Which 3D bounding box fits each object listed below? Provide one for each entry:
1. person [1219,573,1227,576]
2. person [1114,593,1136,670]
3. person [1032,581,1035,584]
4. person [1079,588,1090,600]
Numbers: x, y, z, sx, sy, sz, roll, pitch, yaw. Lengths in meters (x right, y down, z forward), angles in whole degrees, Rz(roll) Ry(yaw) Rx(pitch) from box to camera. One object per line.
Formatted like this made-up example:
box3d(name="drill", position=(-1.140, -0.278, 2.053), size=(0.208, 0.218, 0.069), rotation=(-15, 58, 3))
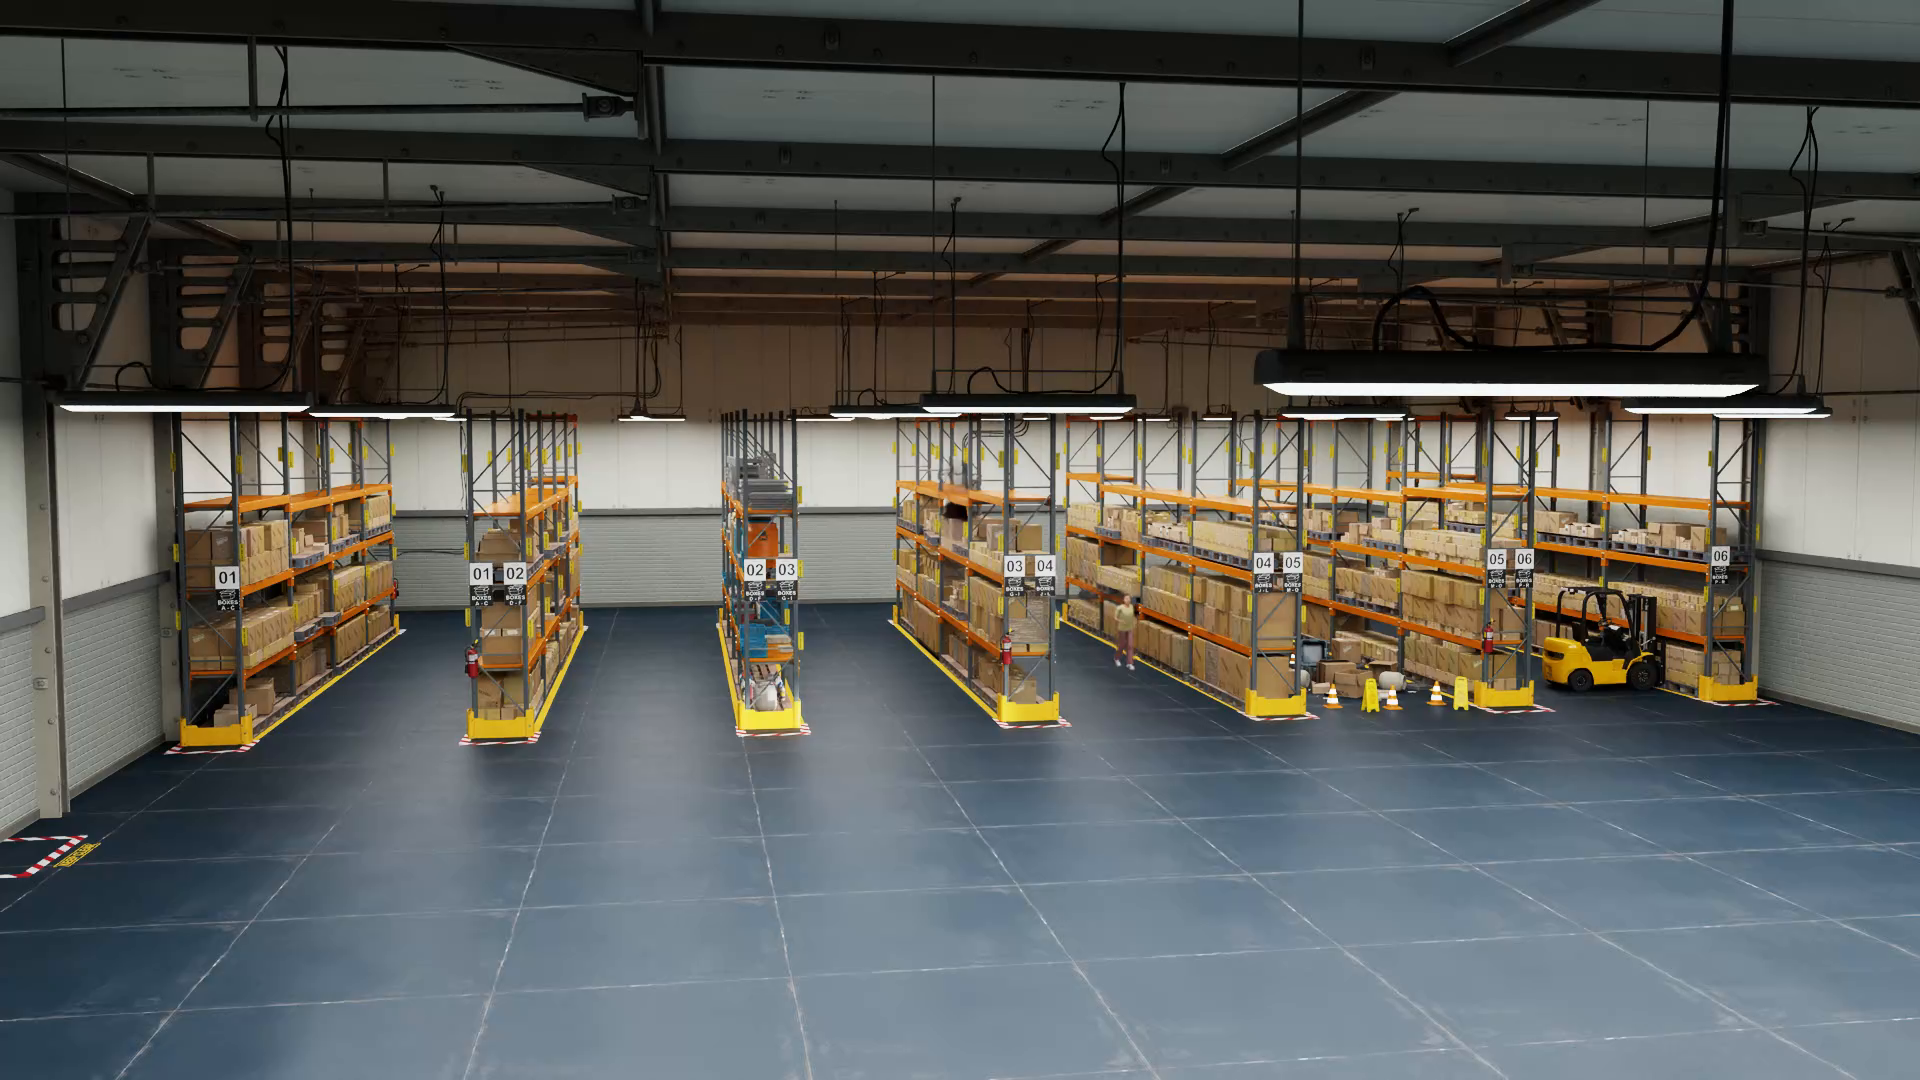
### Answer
box3d(name="person", position=(8.191, 1.297, 50.819), size=(0.984, 1.784, 0.763), rotation=(1, 4, 18))
box3d(name="person", position=(3.682, 2.015, 37.047), size=(0.562, 1.671, 0.855), rotation=(-1, 4, -19))
box3d(name="person", position=(1.906, 1.605, 47.959), size=(0.575, 1.557, 0.838), rotation=(1, 4, 20))
box3d(name="person", position=(3.696, 1.460, 49.586), size=(0.521, 1.608, 0.571), rotation=(-1, 4, -19))
